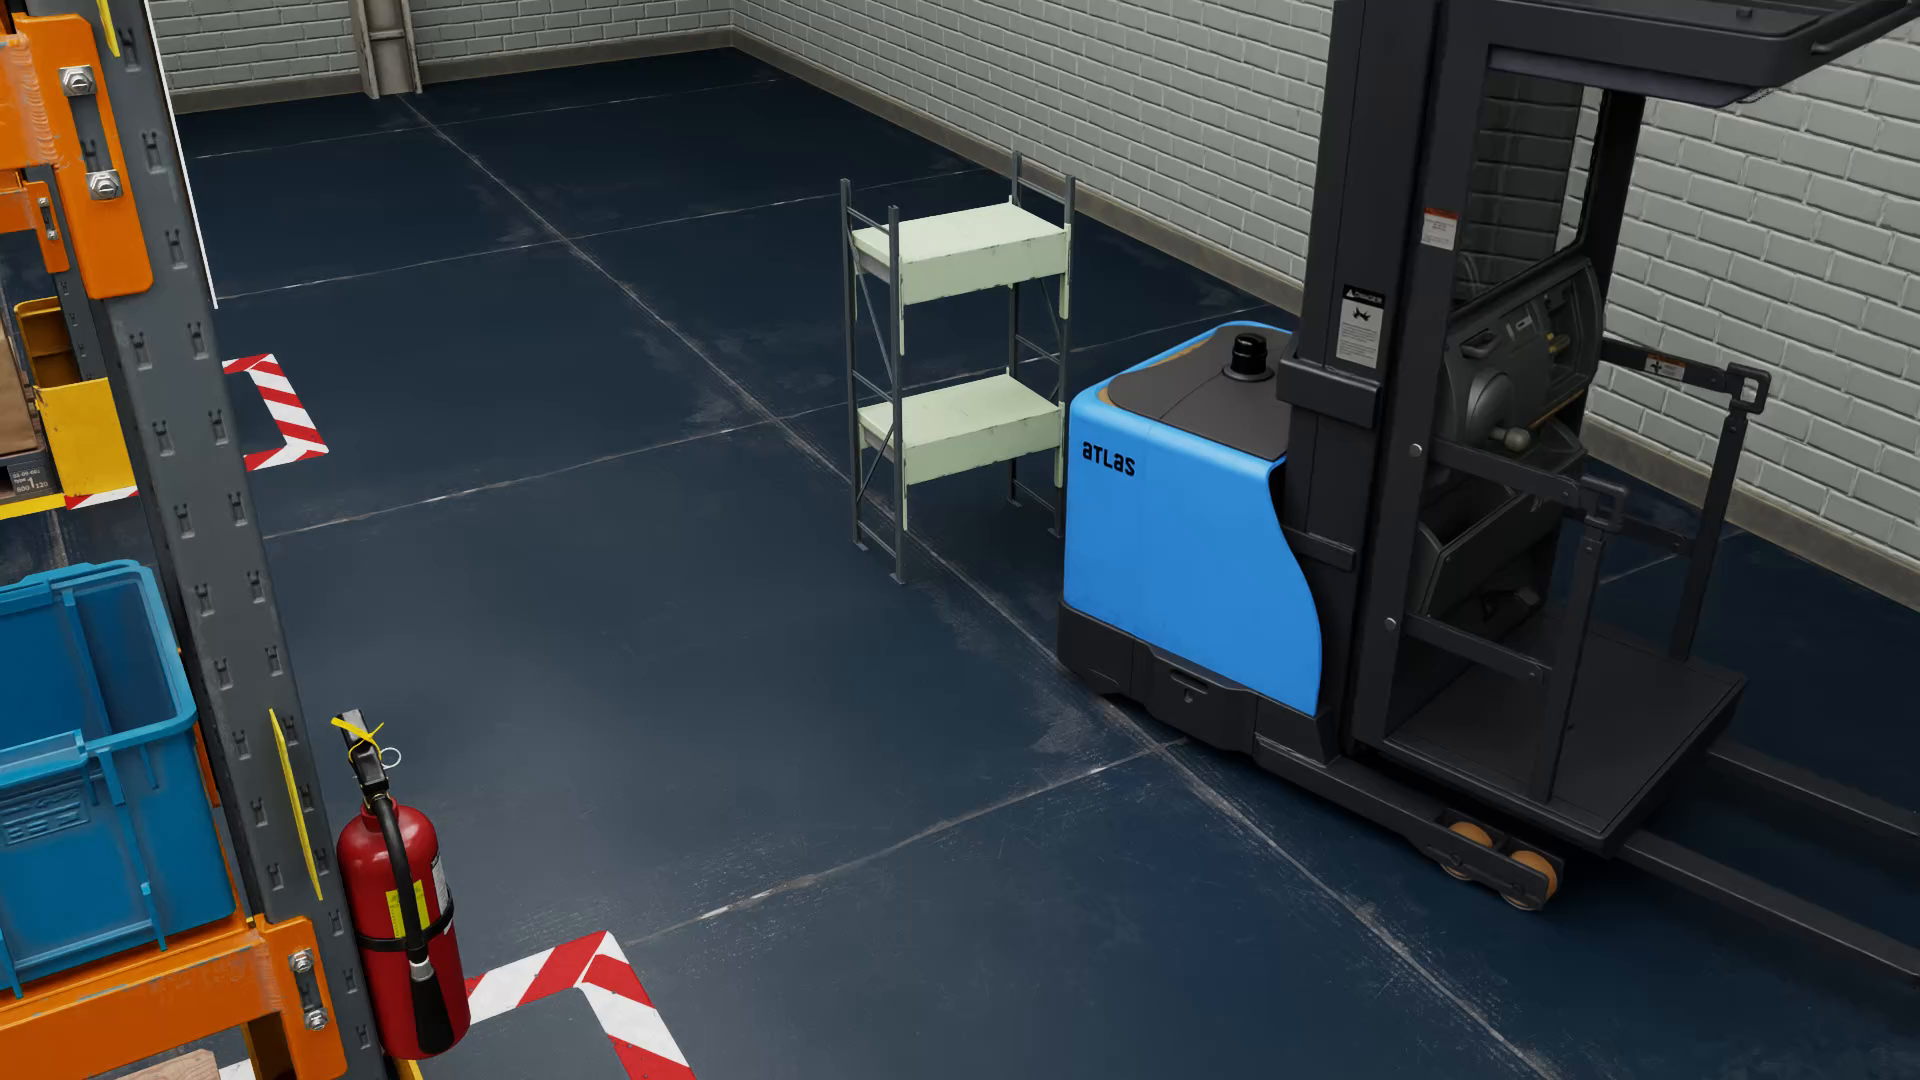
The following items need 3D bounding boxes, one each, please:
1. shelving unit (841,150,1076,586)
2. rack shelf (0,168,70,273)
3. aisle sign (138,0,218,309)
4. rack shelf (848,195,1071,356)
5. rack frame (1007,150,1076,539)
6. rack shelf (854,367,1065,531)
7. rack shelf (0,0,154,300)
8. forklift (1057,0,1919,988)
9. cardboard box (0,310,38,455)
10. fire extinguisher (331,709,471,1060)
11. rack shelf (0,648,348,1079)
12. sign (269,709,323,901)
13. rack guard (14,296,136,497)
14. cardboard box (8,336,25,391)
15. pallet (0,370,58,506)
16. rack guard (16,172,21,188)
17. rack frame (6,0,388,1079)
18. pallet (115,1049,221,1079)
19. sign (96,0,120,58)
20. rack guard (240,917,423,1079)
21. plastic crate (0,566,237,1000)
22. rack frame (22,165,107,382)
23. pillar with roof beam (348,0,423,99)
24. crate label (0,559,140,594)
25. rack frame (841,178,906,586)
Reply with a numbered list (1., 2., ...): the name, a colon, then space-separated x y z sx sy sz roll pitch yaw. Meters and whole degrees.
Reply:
1. shelving unit: -0.006 -0.655 6.385 0.755 1.500 0.431 -16 33 -26
2. rack shelf: -5.599 -0.982 6.170 4.000 0.370 1.077 -16 33 -26
3. aisle sign: -1.158 -0.756 2.325 0.004 0.787 0.394 -16 33 -26
4. rack shelf: -0.006 -0.997 6.196 0.720 0.370 0.431 -16 33 -26
5. rack frame: 0.310 -0.745 6.547 0.023 1.500 0.400 -16 33 -26
6. rack shelf: -0.006 -0.370 6.542 0.720 0.370 0.431 -16 33 -26
7. rack shelf: -3.093 -0.231 1.704 4.000 0.370 1.077 -16 33 -26
8. forklift: 1.768 -0.501 4.624 3.031 2.935 1.130 24 37 36
9. cardboard box: -4.219 -0.649 6.954 0.500 0.500 0.500 -16 33 -26
10. fire extinguisher: -1.008 0.627 2.975 0.183 0.674 0.296 -16 33 -26
11. rack shelf: -3.093 1.082 2.429 4.000 0.370 1.077 -16 33 -26
12. sign: -1.076 0.431 2.695 0.005 0.325 0.100 -16 33 -26
13. rack guard: -3.940 -0.674 7.453 0.348 0.500 1.175 -16 33 -26
14. cardboard box: -4.410 -0.772 7.539 0.250 0.149 0.380 -16 33 -26
15. pallet: -4.627 -0.352 7.169 1.213 0.211 1.003 -16 33 -26
16. rack guard: -6.367 -2.761 11.235 0.348 0.500 1.175 -16 33 -26
17. rack frame: -1.369 0.278 3.142 0.127 3.000 1.000 -16 33 -26
18. pallet: -2.099 1.684 3.480 1.213 0.211 1.003 -16 33 -26
19. sign: -1.076 -0.765 2.035 0.005 0.325 0.100 -16 33 -26
20. rack guard: -1.354 1.361 3.767 0.348 0.500 1.175 -16 33 -26
21. plastic crate: -1.563 0.396 2.830 0.499 0.435 0.616 -16 33 -26
22. rack frame: -3.875 -1.787 6.883 0.127 3.000 1.000 -16 33 -26
23. pillar with roof beam: -2.317 -5.704 7.772 0.400 9.000 9.100 -16 33 -26
24. crate label: -1.748 0.248 3.307 0.303 0.233 0.416 -16 33 -26
25. rack frame: -0.321 -0.565 6.222 0.023 1.500 0.400 -16 33 -26
